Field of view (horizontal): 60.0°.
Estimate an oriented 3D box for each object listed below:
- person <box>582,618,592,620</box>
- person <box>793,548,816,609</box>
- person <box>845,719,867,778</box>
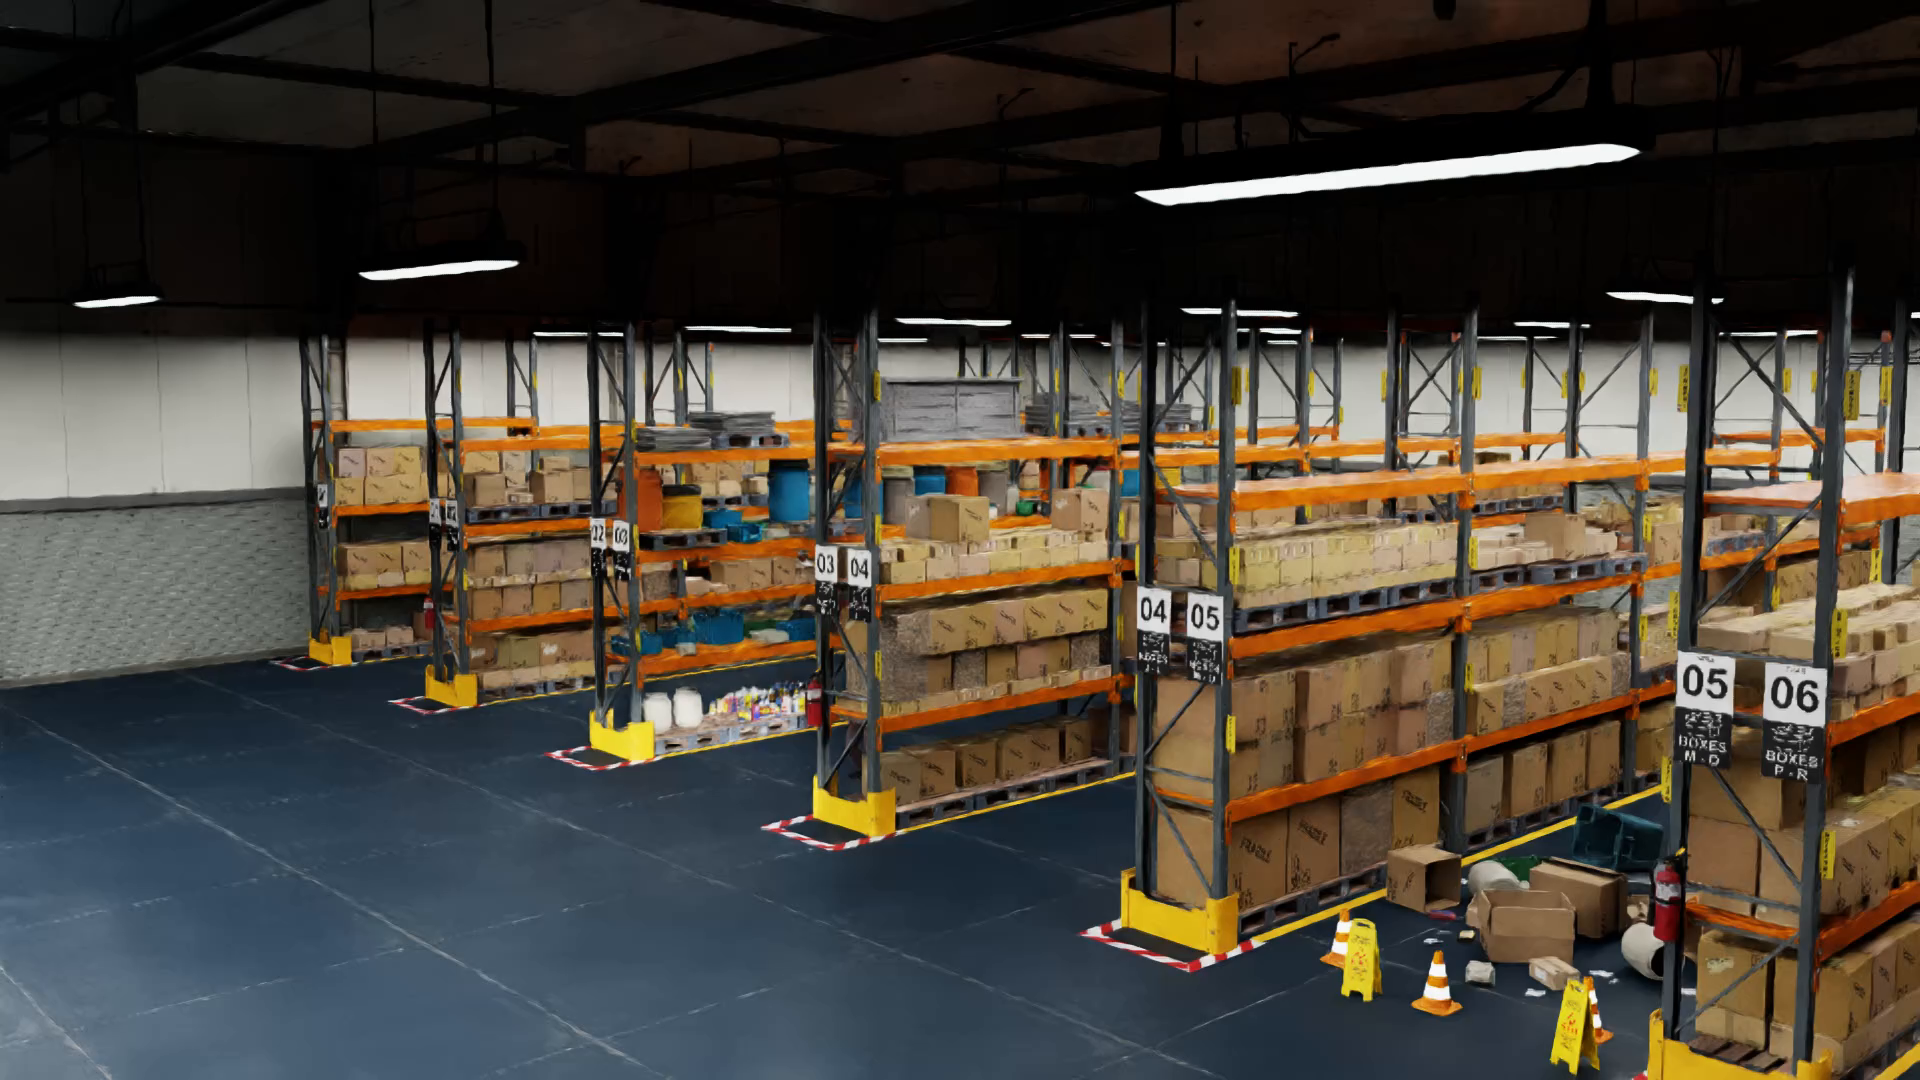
[{"bbox_3d":[-6.825,1.307,30.341,0.481,1.565,1.091,6,8,44],"label":"person"},{"bbox_3d":[-3.100,0.956,33.599,0.999,1.626,0.461,-6,8,-44],"label":"person"},{"bbox_3d":[-1.198,2.232,20.902,0.534,1.674,0.677,-6,8,-44],"label":"person"}]
